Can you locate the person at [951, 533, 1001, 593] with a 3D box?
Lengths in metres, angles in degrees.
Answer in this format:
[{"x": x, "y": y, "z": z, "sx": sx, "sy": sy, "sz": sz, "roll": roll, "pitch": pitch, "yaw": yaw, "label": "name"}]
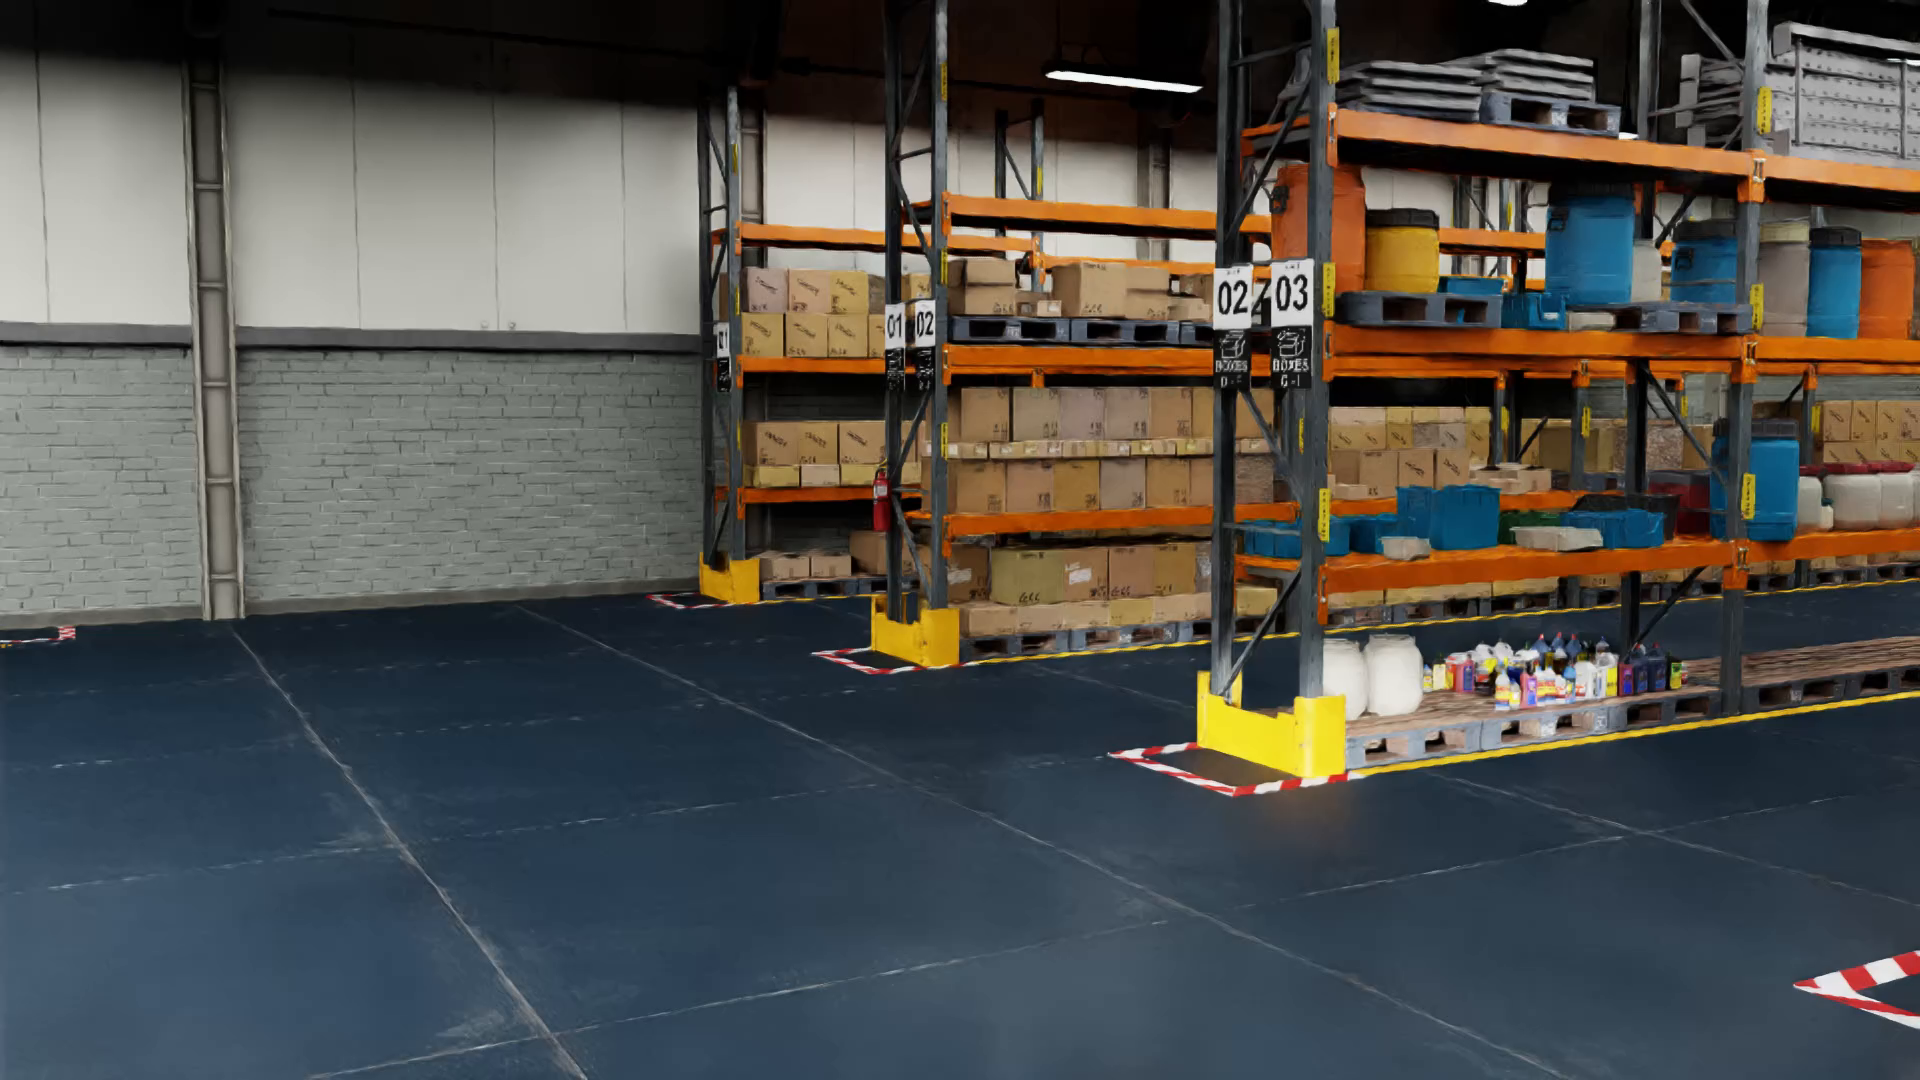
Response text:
[{"x": 0.097, "y": -0.064, "z": 17.887, "sx": 0.706, "sy": 1.772, "sz": 0.474, "roll": -1, "pitch": 5, "yaw": -7, "label": "person"}]
